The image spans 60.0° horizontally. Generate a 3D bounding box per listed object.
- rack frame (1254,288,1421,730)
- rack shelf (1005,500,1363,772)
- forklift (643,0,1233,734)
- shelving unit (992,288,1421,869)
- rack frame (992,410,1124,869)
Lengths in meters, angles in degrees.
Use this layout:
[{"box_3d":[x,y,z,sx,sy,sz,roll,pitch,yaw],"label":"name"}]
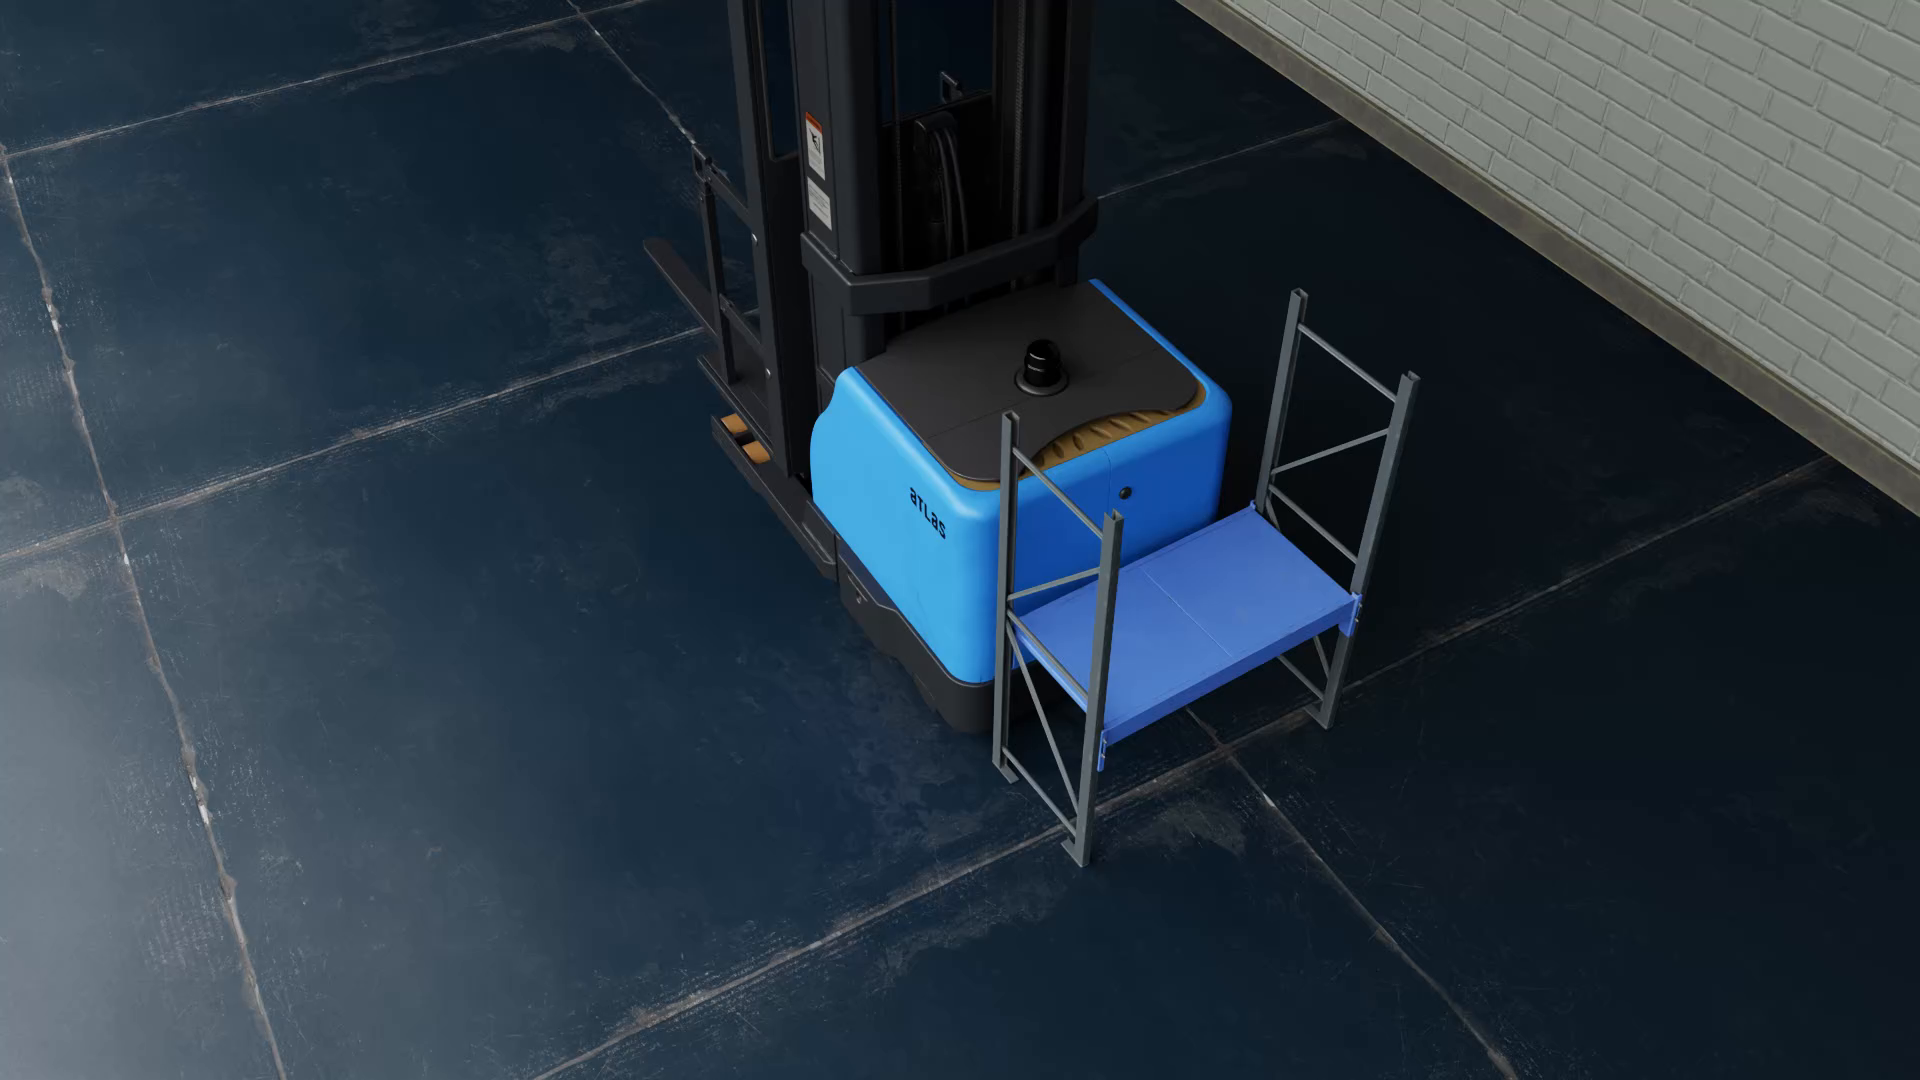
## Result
[{"box_3d":[1.110,-0.048,5.221,0.032,1.500,0.500,-24,50,-23],"label":"rack frame"},{"box_3d":[0.684,0.273,5.147,1.000,0.185,0.538,-24,50,-23],"label":"rack shelf"},{"box_3d":[-0.321,-1.423,5.612,1.130,2.935,3.031,-23,49,-22],"label":"forklift"},{"box_3d":[0.685,0.145,5.021,1.048,1.500,0.538,-24,50,-23],"label":"shelving unit"},{"box_3d":[0.259,0.338,4.822,0.032,1.500,0.500,-24,50,-23],"label":"rack frame"}]
